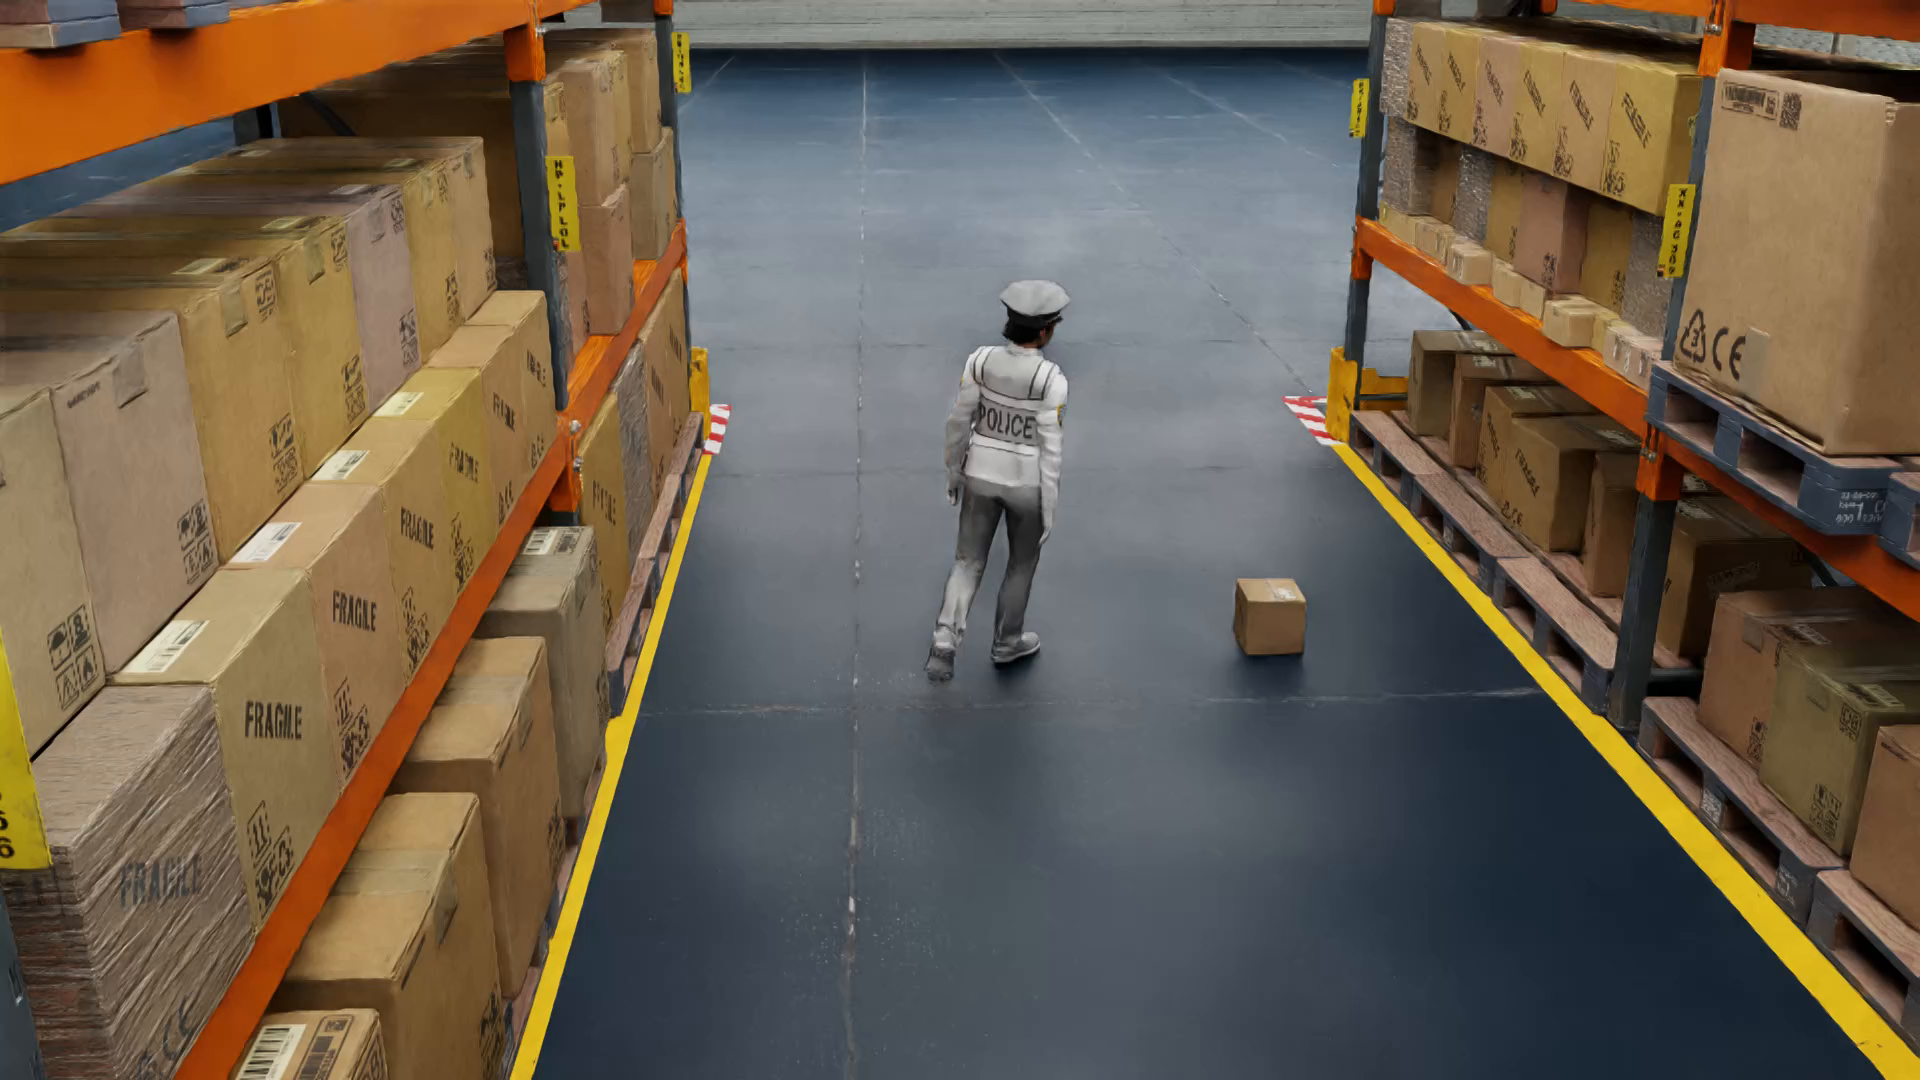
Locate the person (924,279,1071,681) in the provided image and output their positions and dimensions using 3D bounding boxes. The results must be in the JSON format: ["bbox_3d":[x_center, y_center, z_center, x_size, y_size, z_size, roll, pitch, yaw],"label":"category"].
[{"bbox_3d":[0.162,-0.200,6.598,0.522,1.640,0.783,8,22,20],"label":"person"}]
